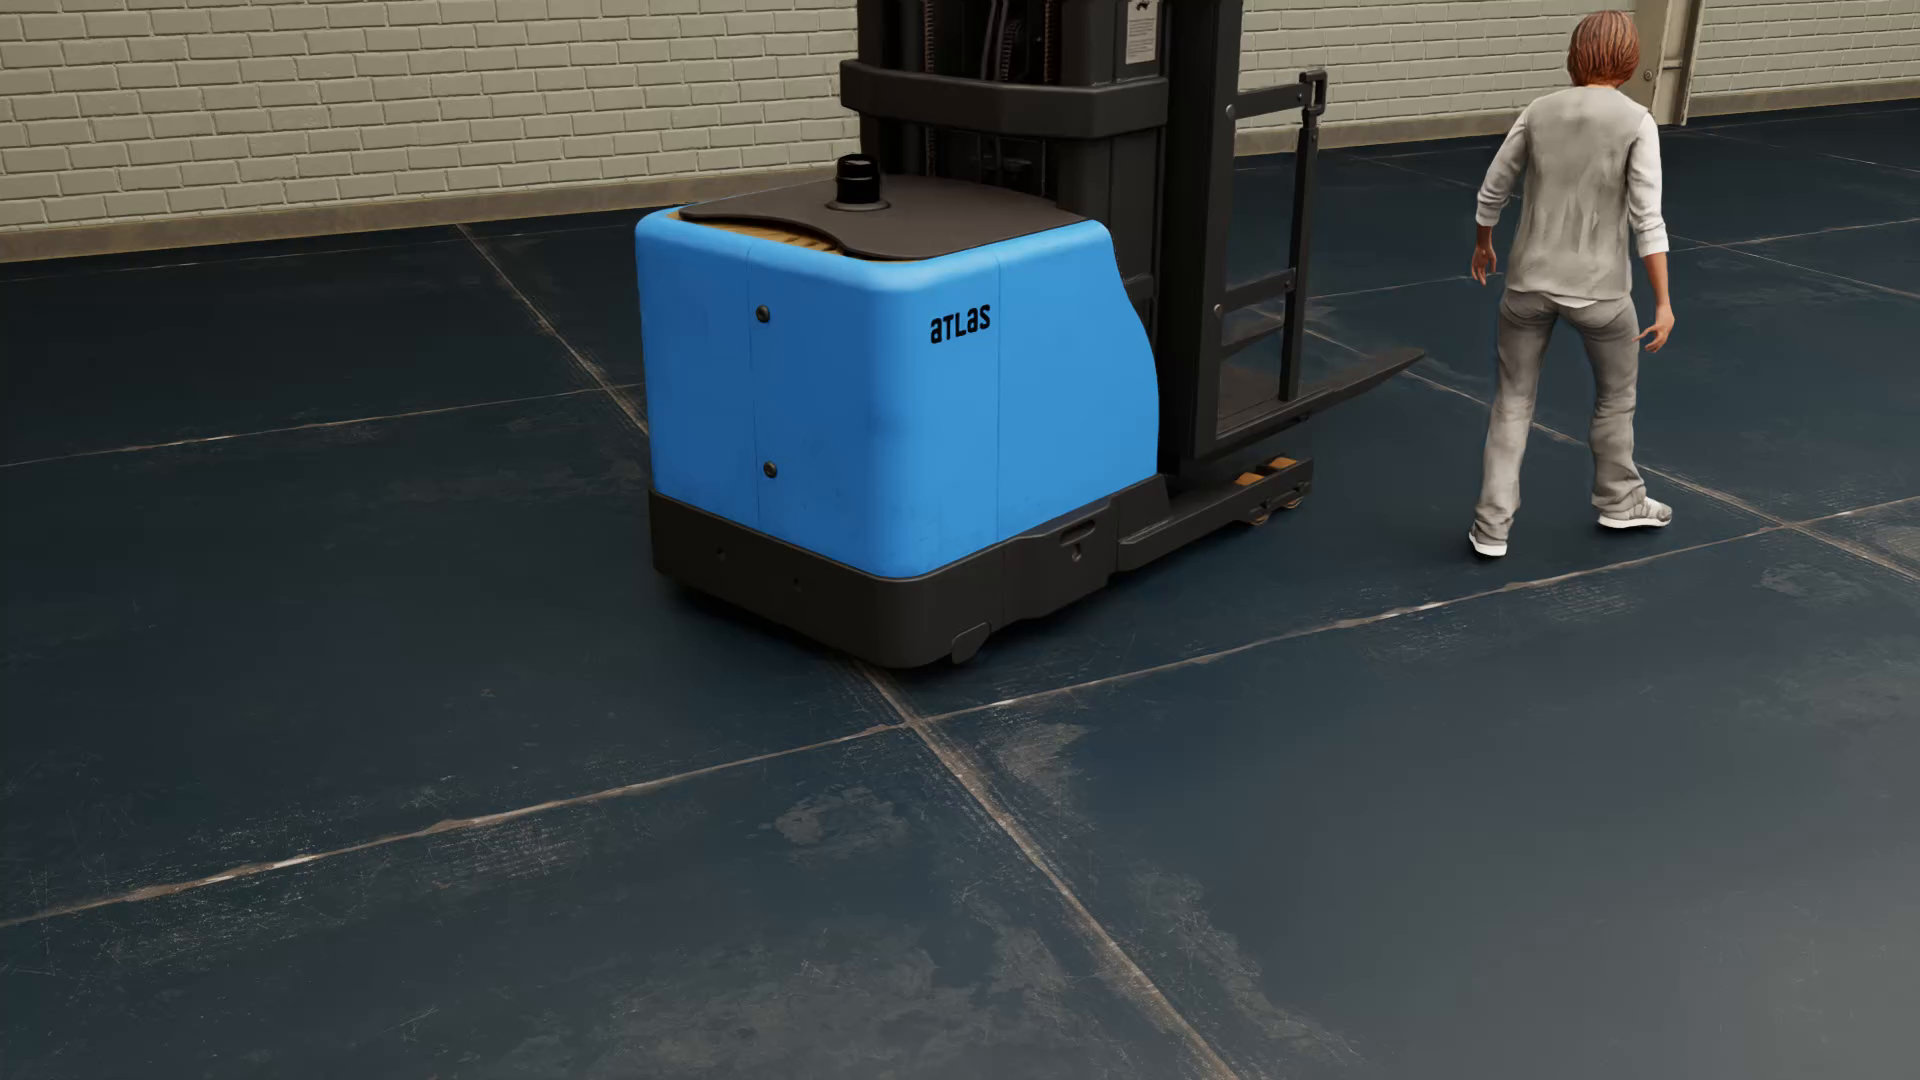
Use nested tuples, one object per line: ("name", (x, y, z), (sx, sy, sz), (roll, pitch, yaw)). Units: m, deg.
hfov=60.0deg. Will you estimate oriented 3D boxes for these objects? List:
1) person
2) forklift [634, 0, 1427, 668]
("person", (1.785, -0.738, 4.868), (0.666, 1.555, 0.672), (15, 27, 31))
("forklift", (0.488, -1.514, 4.931), (1.130, 2.935, 3.031), (19, 29, 38))
